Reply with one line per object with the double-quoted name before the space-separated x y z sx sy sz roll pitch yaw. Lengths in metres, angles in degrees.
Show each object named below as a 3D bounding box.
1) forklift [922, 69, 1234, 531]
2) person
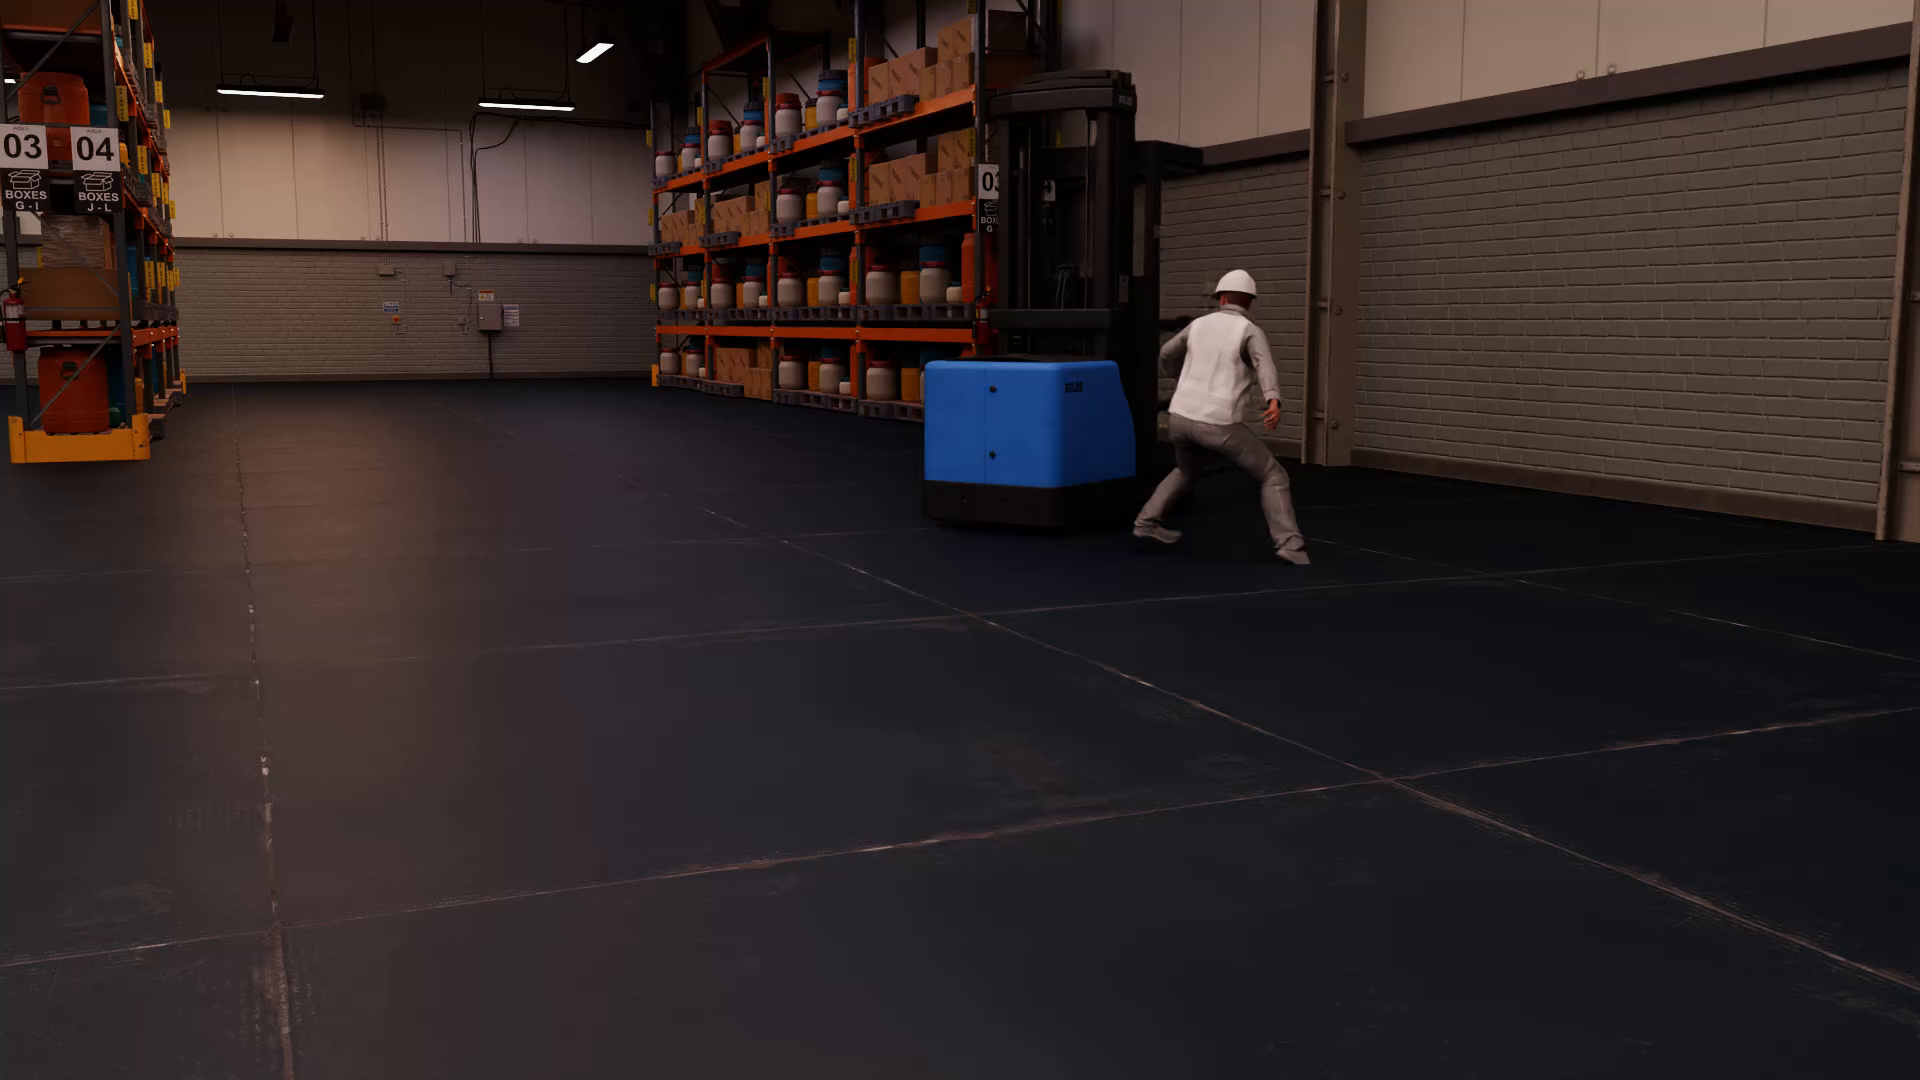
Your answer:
"forklift" 0.989 -1.660 11.530 1.130 2.935 3.031 5 9 33
"person" 1.497 -0.645 9.323 0.563 1.730 1.067 -6 10 -38
